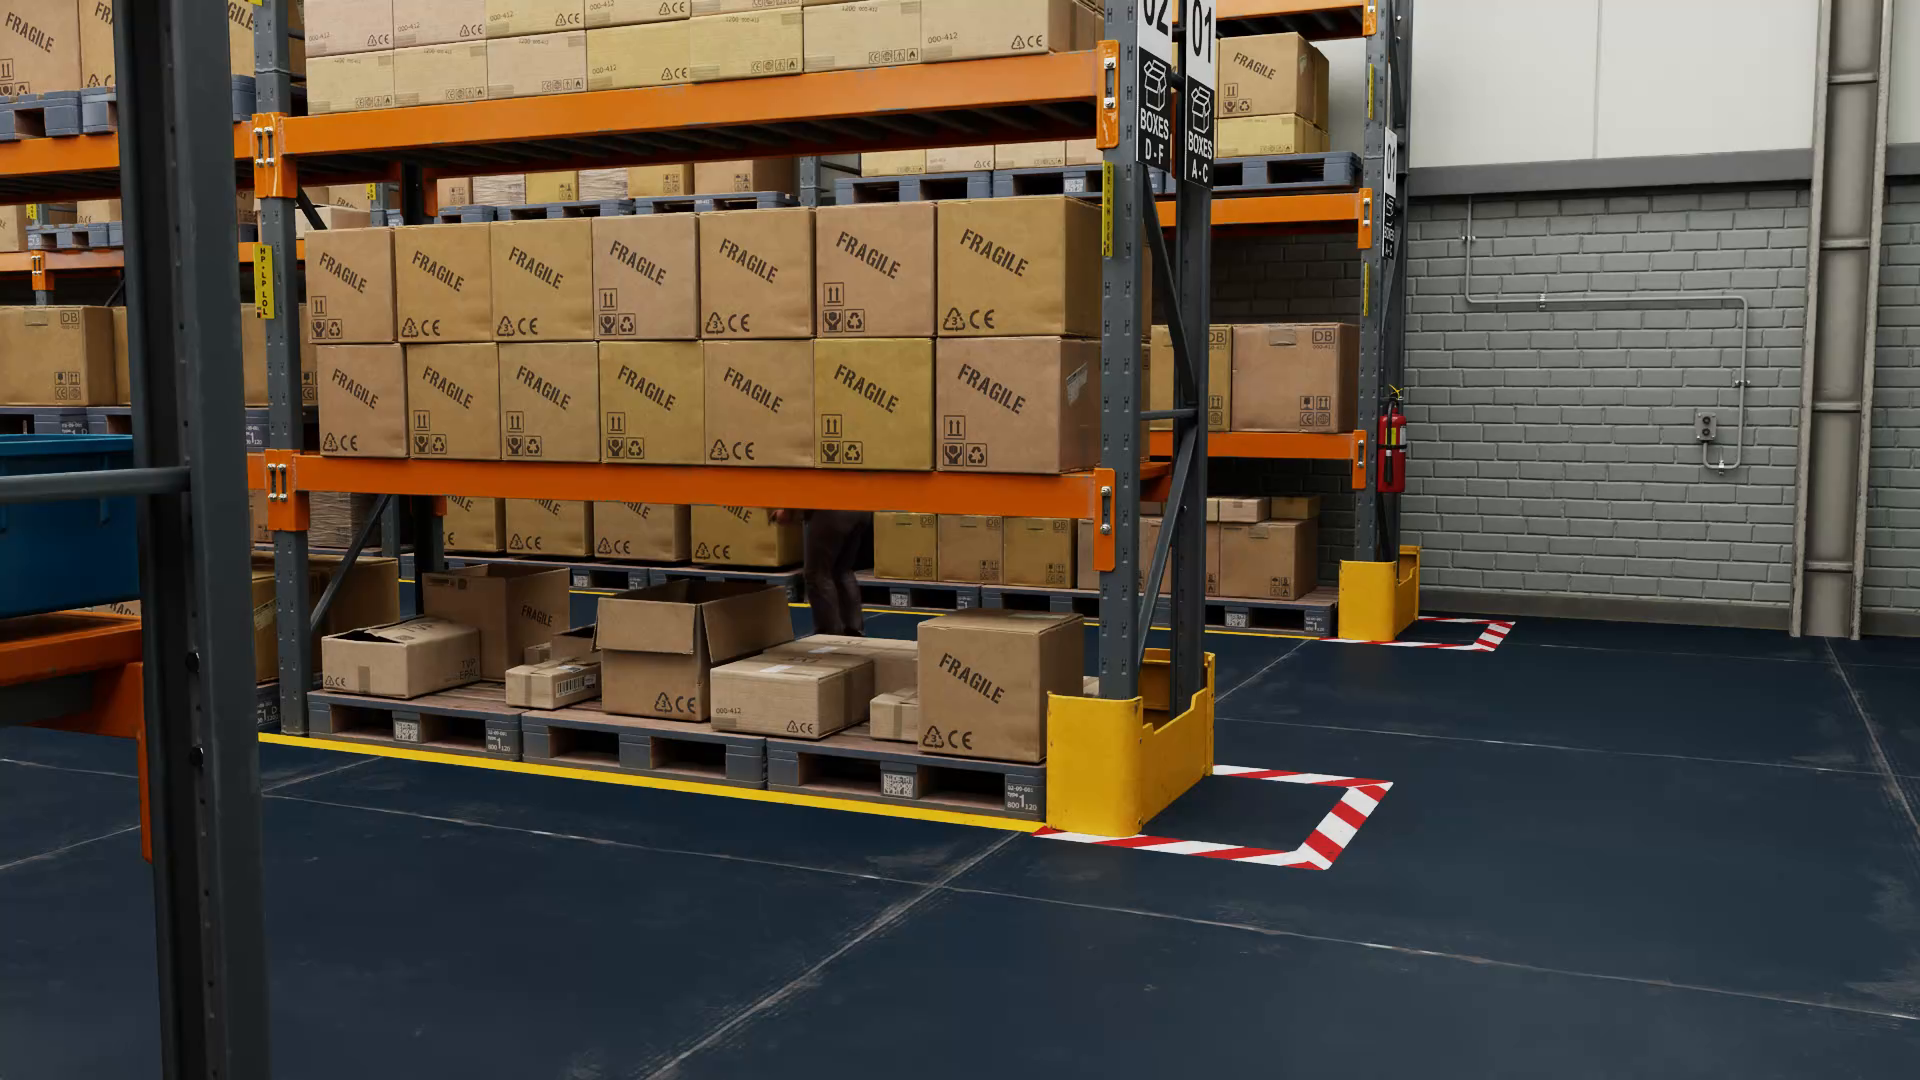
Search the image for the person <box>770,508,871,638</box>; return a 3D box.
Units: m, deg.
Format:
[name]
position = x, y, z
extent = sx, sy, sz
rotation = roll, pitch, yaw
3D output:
[person]
position = -0.837, -0.163, 9.973
extent = 0.557, 1.703, 0.486
rotation = 2, 6, 23
